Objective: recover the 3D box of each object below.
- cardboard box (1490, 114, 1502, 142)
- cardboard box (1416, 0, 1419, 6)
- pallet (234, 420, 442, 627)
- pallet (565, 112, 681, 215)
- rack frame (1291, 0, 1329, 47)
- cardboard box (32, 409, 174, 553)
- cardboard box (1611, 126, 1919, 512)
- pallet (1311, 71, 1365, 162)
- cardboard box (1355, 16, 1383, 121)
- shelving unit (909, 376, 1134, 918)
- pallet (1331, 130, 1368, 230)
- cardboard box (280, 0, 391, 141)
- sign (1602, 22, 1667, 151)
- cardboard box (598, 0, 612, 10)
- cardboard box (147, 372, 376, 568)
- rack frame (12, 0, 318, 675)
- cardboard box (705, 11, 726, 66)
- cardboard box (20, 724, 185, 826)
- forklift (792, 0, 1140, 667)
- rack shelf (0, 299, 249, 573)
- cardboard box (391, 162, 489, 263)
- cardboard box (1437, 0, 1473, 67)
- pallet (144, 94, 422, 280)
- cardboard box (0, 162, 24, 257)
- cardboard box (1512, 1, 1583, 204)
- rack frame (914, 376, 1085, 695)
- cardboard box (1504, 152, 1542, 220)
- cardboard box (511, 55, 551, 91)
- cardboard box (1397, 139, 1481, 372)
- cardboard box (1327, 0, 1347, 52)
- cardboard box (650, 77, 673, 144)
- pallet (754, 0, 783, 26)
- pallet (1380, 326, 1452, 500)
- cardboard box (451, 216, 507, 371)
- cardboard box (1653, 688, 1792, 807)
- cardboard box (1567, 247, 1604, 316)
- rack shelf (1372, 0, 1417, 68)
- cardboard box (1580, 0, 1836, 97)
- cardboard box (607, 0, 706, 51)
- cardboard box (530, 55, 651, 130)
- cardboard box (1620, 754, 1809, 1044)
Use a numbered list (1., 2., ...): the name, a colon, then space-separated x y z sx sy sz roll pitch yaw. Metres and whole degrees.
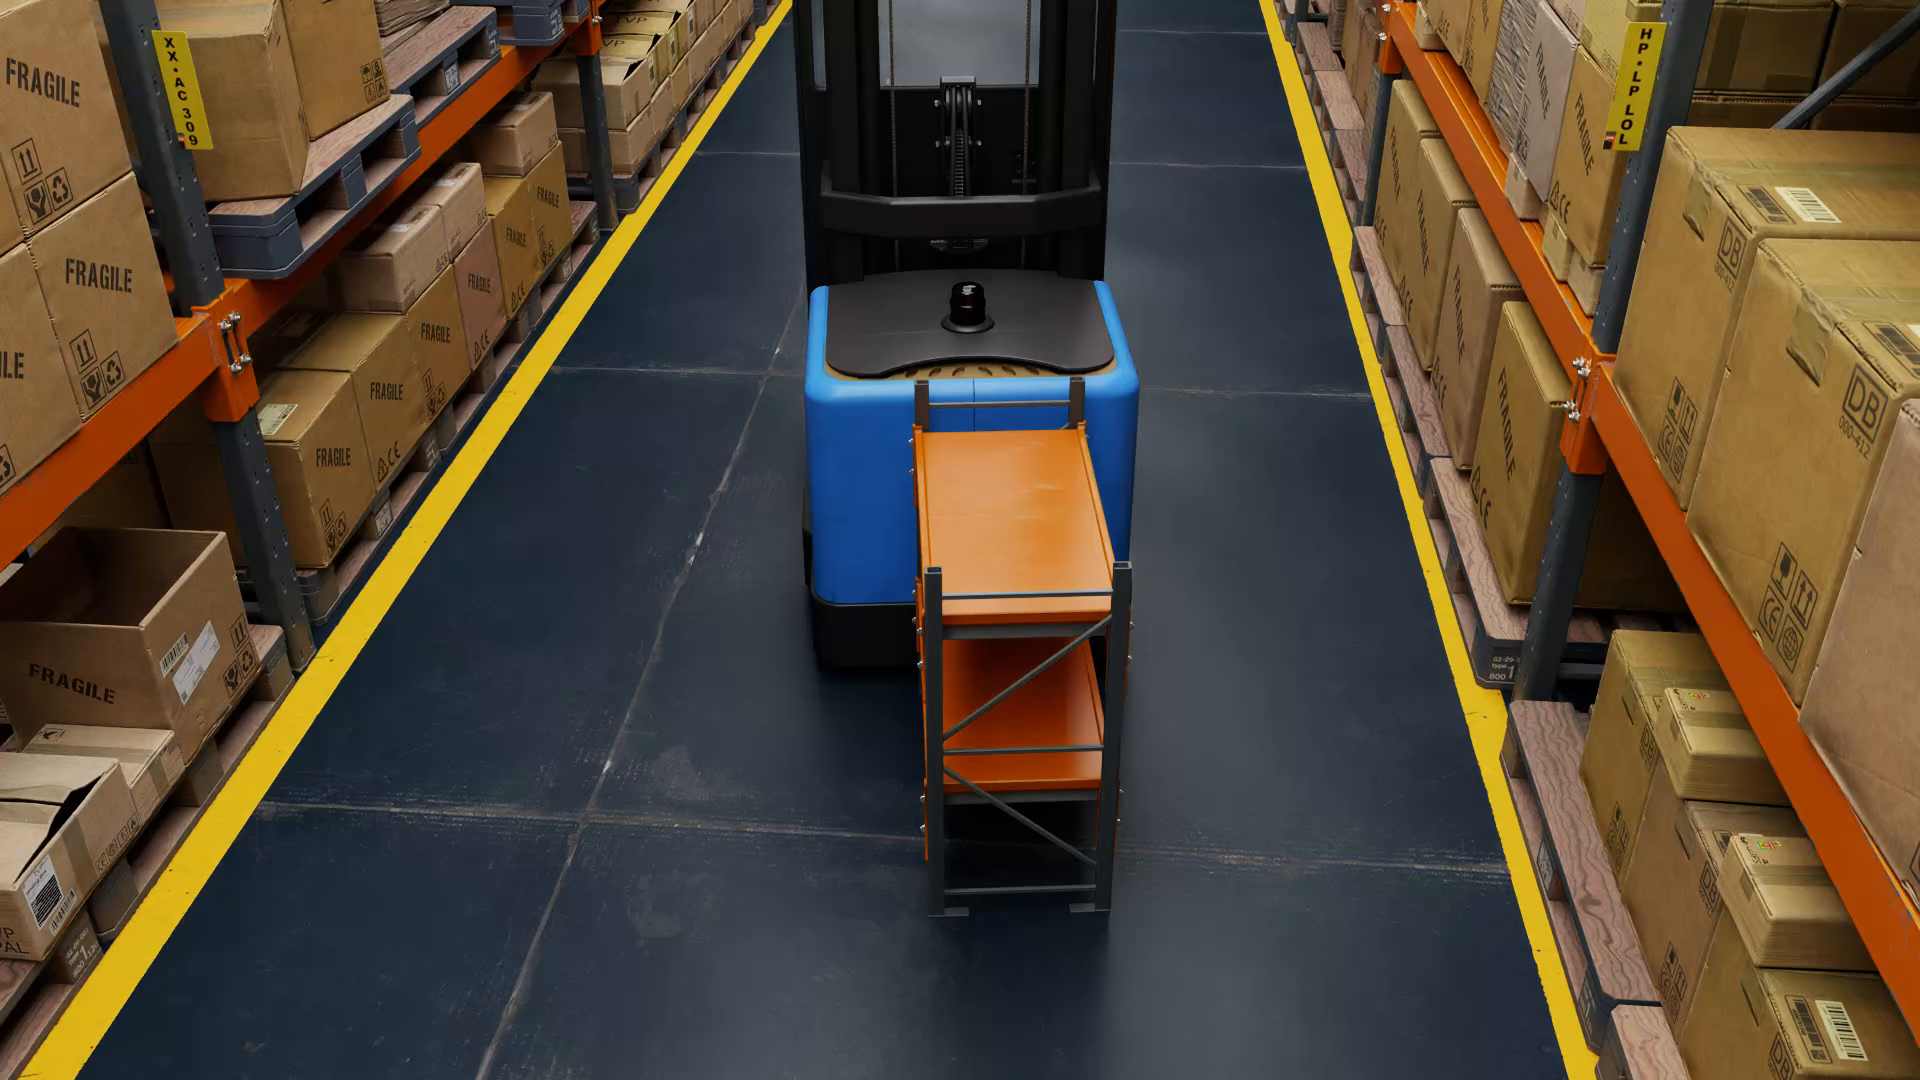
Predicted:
1. cardboard box: 2.185 -1.565 6.150 0.380 0.149 0.250 3 32 6
2. cardboard box: 2.327 -2.504 7.675 0.380 0.149 0.250 2 32 3
3. pallet: -2.650 -0.123 6.248 1.003 0.211 1.213 2 32 4
4. pallet: -2.247 -2.216 9.645 1.003 0.211 1.213 2 32 4
5. rack frame: 2.910 -4.857 11.272 1.000 3.000 0.127 2 32 4
6. cardboard box: -2.924 -0.276 5.803 0.500 0.500 0.500 2 32 4
7. cardboard box: 2.199 -0.518 3.946 0.980 0.700 0.700 3 32 5
8. pallet: 2.752 -2.623 10.304 1.003 0.211 1.213 2 32 4
9. cardboard box: 2.761 -2.792 9.885 0.700 0.500 0.500 2 32 4
10. shelving unit: 0.140 0.278 4.726 0.538 1.125 1.048 -1 32 -2
11. pallet: 2.650 -1.986 9.272 1.003 0.211 1.213 2 32 4
12. cardboard box: -2.424 -1.705 5.662 0.700 0.500 0.500 7 32 12
13. sign: 1.717 -1.151 4.230 0.100 0.325 0.005 2 32 4
14. cardboard box: -2.433 -3.304 10.438 0.500 0.311 0.500 3 32 5
15. cardboard box: -2.396 -0.249 5.758 0.500 0.500 0.500 1 32 2
16. rack frame: -2.678 -0.883 4.824 1.000 3.000 0.127 2 32 4
17. cardboard box: -1.856 -3.313 10.988 0.500 0.250 0.500 3 32 5
18. cardboard box: -2.413 0.652 4.631 0.380 0.149 0.250 2 32 4
19. forklift: -0.031 -1.576 6.014 1.130 2.935 3.031 -1 32 -2
20. rack shelf: -2.841 0.469 3.316 1.077 0.370 4.000 2 32 4
21. cardboard box: -2.274 -1.353 6.835 0.500 0.250 0.500 2 32 3
22. cardboard box: 2.197 -2.167 6.509 0.500 0.500 0.500 2 32 4
23. pallet: -2.505 -1.214 5.545 1.003 0.211 1.213 2 32 4
24. cardboard box: -2.501 -0.808 3.653 0.500 0.500 0.500 2 32 3
25. cardboard box: 2.077 -1.370 5.217 0.500 0.500 0.500 3 32 4
26. rack frame: 0.116 0.012 5.158 0.500 1.125 0.032 -1 32 -2
27. cardboard box: 2.030 -1.171 5.511 0.380 0.149 0.250 2 32 4
28. cardboard box: -2.556 -2.506 9.143 0.500 0.311 0.500 3 32 5
29. cardboard box: 2.316 -1.192 6.974 0.750 0.750 0.750 2 32 4
30. cardboard box: 2.867 -3.594 11.186 0.700 0.500 0.500 3 32 6
31. cardboard box: -1.977 -2.507 9.680 0.500 0.250 0.500 2 32 3
32. pallet: -1.921 -4.293 13.015 1.003 0.211 1.213 2 32 4
33. pallet: 2.344 -0.533 6.913 1.003 0.211 1.213 2 32 4
34. cardboard box: -2.274 -1.053 7.064 0.500 0.500 0.500 1 32 2
35. cardboard box: 1.886 0.494 3.954 0.380 0.149 0.250 3 32 6
36. cardboard box: 2.004 -0.764 4.851 0.380 0.149 0.250 3 32 4
37. rack shelf: 2.748 -3.505 9.763 1.077 0.370 4.000 2 32 4
38. cardboard box: 2.042 -1.425 4.591 0.500 0.250 0.500 3 32 5
39. cardboard box: -1.898 -3.293 10.421 0.500 0.311 0.500 2 32 3
40. cardboard box: -2.017 -2.483 9.106 0.500 0.311 0.500 3 32 6
41. cardboard box: 2.052 0.861 3.976 0.700 0.500 0.500 2 32 3
